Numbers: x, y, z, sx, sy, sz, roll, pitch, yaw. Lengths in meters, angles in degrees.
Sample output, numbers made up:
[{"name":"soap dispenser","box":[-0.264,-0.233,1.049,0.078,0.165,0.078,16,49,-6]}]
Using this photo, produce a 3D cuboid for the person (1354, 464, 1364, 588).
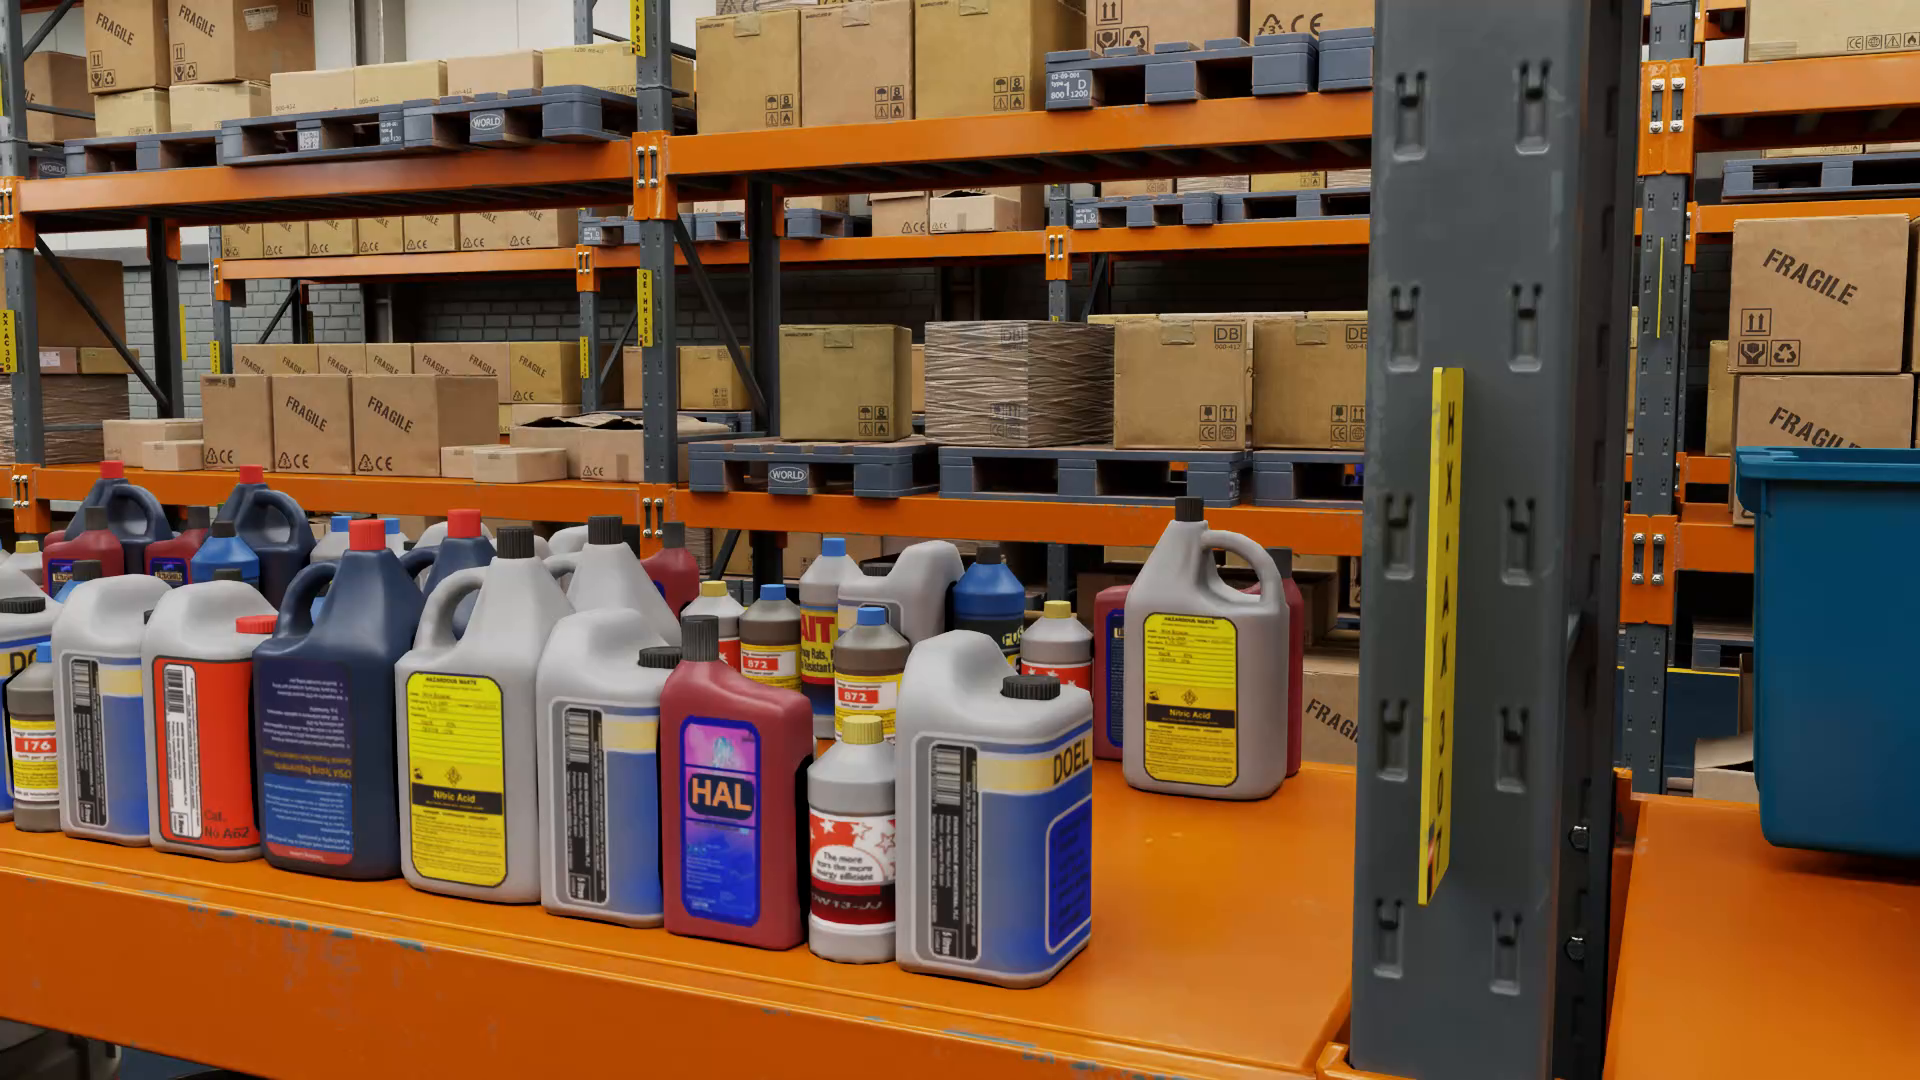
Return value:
[{"name":"person","box":[2.284,0.096,8.726,0.426,1.676,0.444,3,6,27]}]
